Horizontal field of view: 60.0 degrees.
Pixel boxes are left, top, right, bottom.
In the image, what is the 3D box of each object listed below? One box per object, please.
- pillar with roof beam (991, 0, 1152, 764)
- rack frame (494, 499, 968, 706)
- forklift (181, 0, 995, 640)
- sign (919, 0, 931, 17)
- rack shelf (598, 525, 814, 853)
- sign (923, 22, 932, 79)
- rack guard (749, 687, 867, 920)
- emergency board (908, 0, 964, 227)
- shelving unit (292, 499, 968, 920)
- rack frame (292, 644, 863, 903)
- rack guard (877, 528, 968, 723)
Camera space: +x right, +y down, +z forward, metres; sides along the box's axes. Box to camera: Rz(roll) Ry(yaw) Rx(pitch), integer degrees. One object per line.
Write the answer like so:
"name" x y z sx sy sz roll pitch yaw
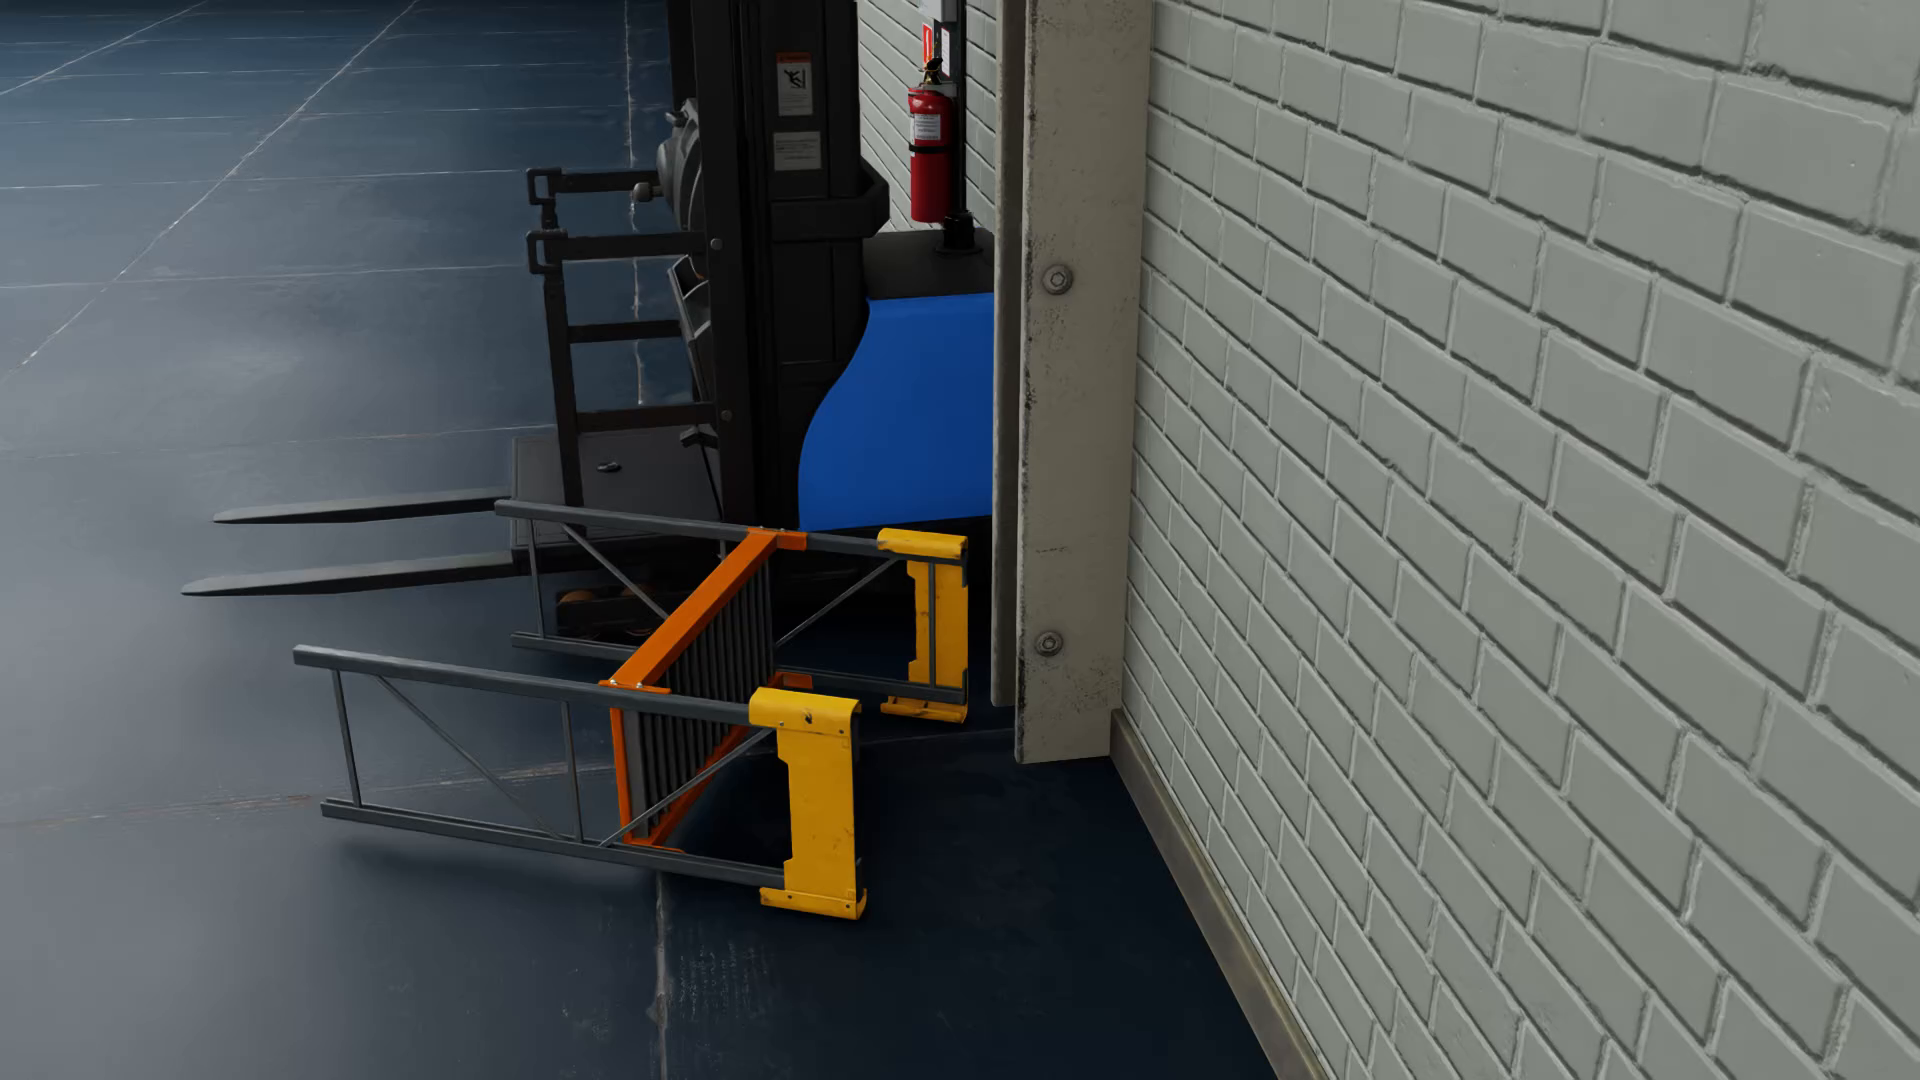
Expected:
"pillar with roof beam" -3.949 -3.251 2.451 9.100 9.000 0.400 -4 24 -10
"rack frame" -0.707 0.184 5.062 1.500 0.500 0.032 6 24 14
"forklift" -1.091 -1.239 5.425 3.031 2.935 1.130 -5 24 -12
"sign" -0.146 -2.277 7.009 0.001 0.109 0.331 -4 24 -10
"rack shelf" -0.663 0.399 4.570 0.185 0.538 1.000 6 24 14
"sign" -0.138 -2.037 7.121 0.001 0.329 0.234 -4 24 -10
"rack guard" -0.363 0.641 4.015 0.250 0.587 0.087 6 24 14
"emergency board" -0.138 -1.795 6.613 0.194 1.169 0.643 -4 24 -10
"shelving unit" -0.840 0.385 4.604 1.500 0.587 1.083 6 24 14
"rack frame" -0.968 0.578 4.162 1.500 0.500 0.032 6 24 14
"rack guard" -0.108 0.256 4.898 0.250 0.587 0.087 6 24 14
